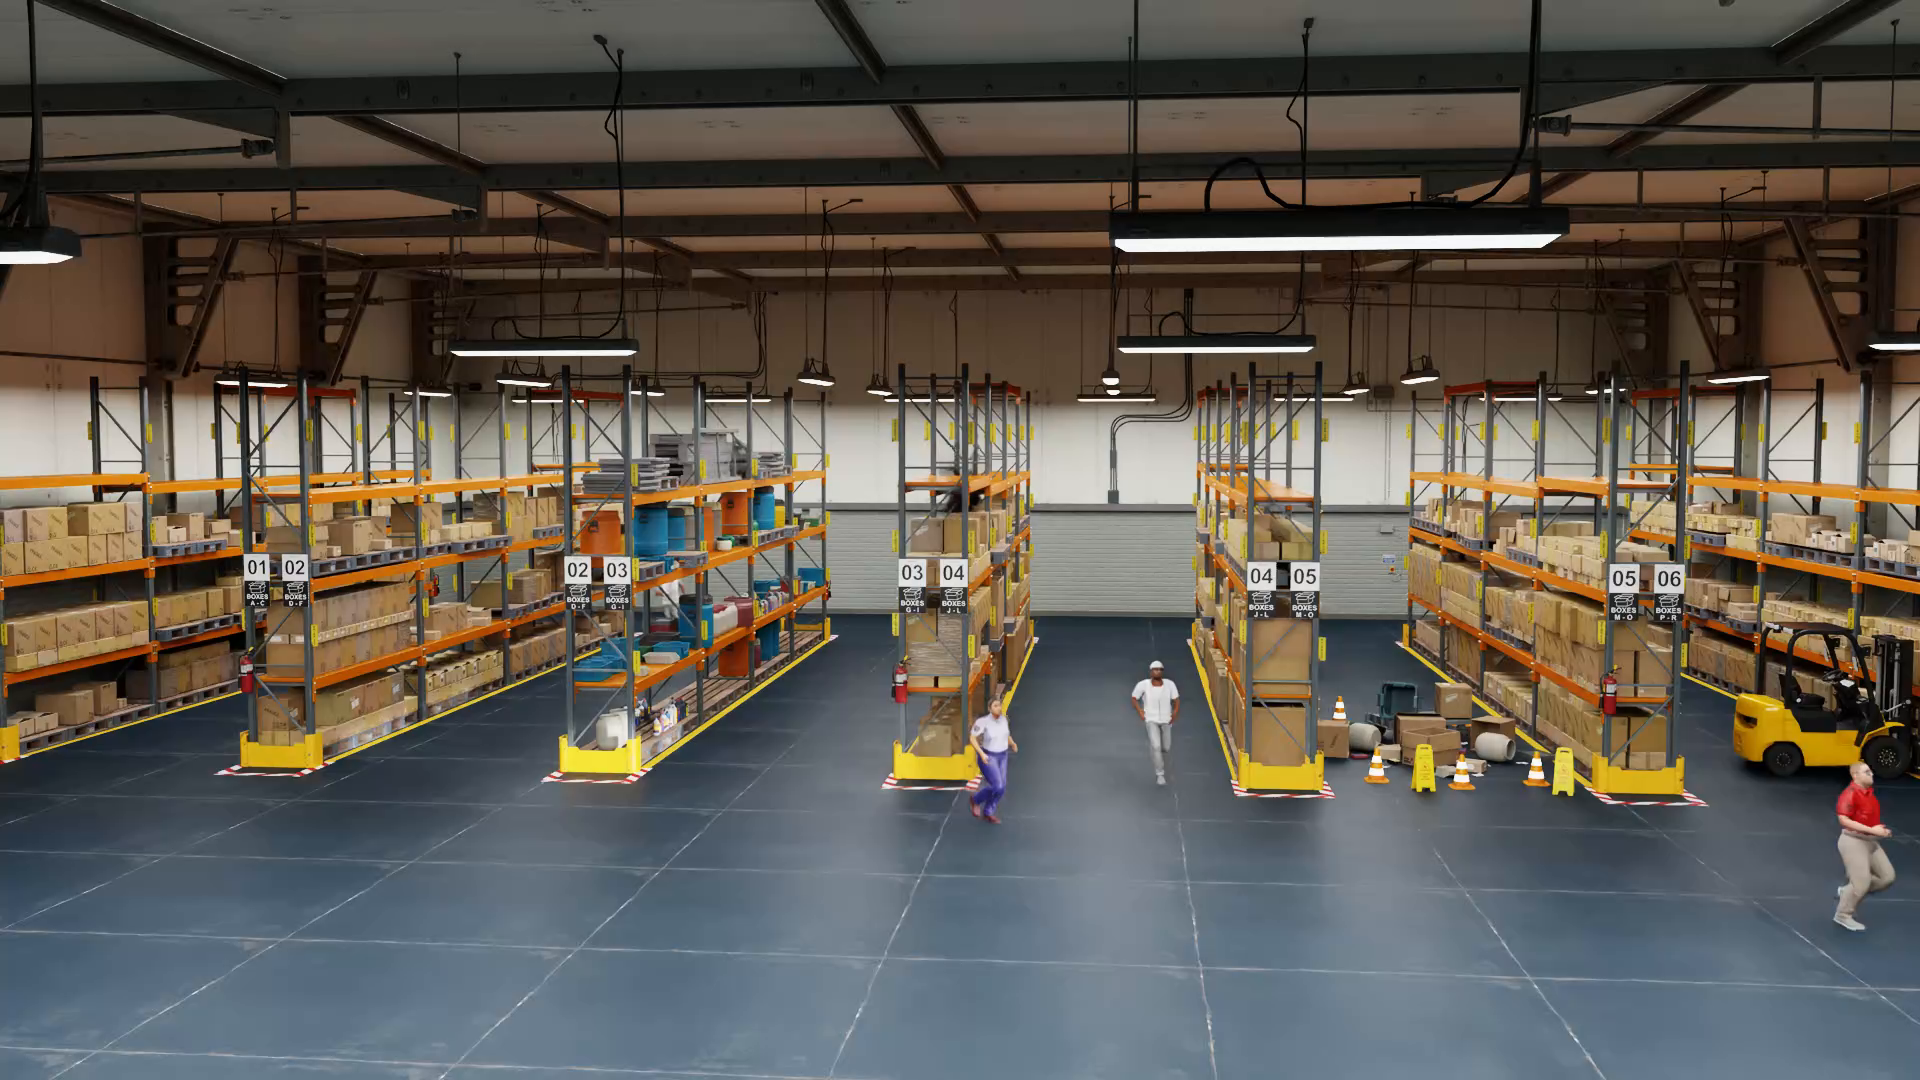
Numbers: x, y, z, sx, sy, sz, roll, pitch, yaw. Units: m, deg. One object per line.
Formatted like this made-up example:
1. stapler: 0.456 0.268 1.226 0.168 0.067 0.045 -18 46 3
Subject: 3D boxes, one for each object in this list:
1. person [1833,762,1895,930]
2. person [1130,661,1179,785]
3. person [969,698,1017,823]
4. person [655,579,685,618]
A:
1. person: 9.105 3.080 16.728 0.716 1.696 0.569 -3 5 -38
2. person: 2.849 2.615 24.091 0.689 1.741 0.933 -1 4 -11
3. person: 0.456 2.833 21.385 0.594 1.616 0.567 -3 5 -43
4. person: -6.921 1.566 39.750 0.709 1.838 0.758 0 4 -4
